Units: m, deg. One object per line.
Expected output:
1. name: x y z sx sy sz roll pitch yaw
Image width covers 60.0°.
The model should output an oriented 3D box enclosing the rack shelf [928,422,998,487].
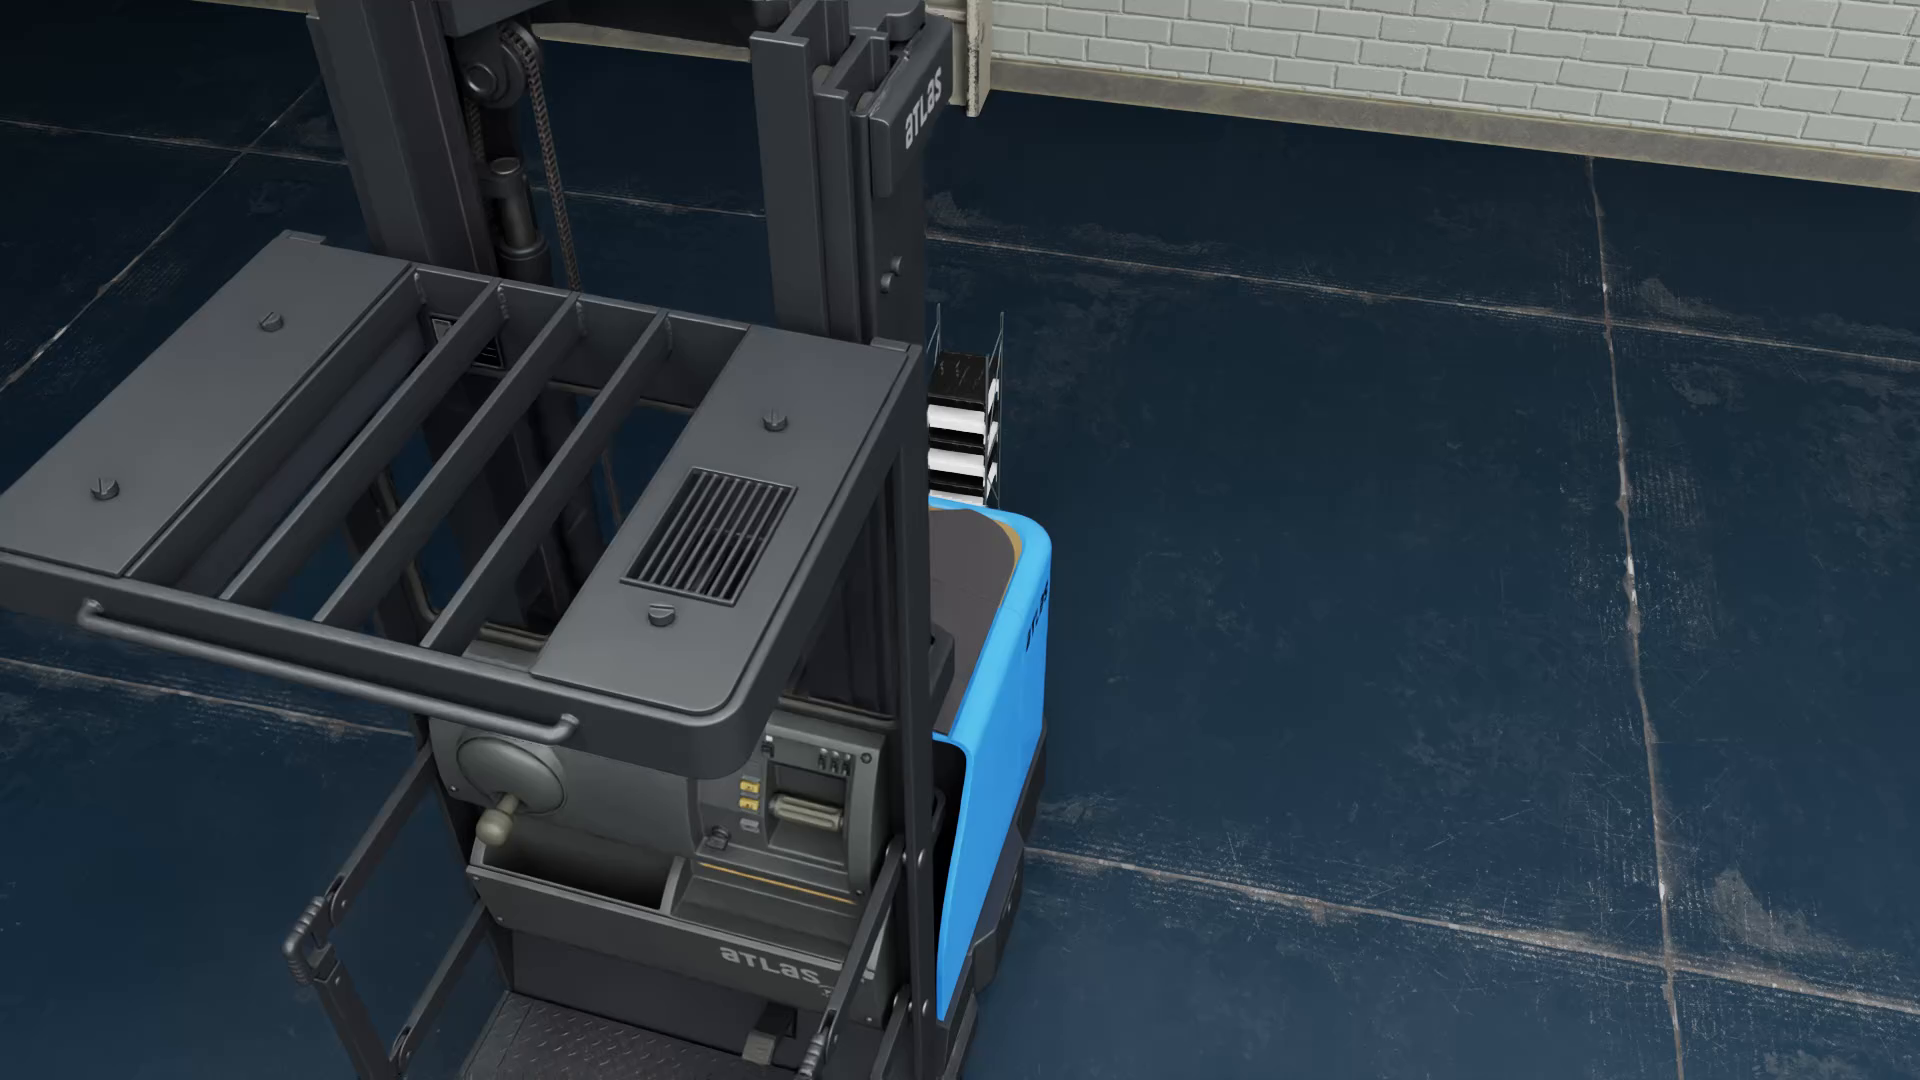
1. rack shelf: 0.008 -0.299 5.460 0.200 0.077 0.258 9 45 9

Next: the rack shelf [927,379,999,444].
1. rack shelf: 0.008 -0.429 5.335 0.200 0.077 0.258 9 45 9

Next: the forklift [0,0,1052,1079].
1. forklift: -0.660 0.548 3.067 1.130 2.935 3.031 12 45 12

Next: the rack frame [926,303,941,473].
1. rack frame: -0.091 -0.338 5.453 0.006 0.900 0.240 9 45 9

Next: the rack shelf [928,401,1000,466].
1. rack shelf: 0.008 -0.364 5.397 0.200 0.077 0.258 9 45 9

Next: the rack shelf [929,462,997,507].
1. rack shelf: 0.008 -0.169 5.585 0.200 0.077 0.258 9 45 9

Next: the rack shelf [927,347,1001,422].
1. rack shelf: 0.008 -0.493 5.273 0.200 0.077 0.258 9 45 9

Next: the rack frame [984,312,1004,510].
1. rack frame: 0.107 -0.308 5.421 0.006 0.900 0.240 9 45 9

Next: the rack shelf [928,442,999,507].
1. rack shelf: 0.008 -0.234 5.522 0.200 0.077 0.258 9 45 9

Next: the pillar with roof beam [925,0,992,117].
1. pillar with roof beam: -1.017 -2.451 1.807 0.400 9.000 9.100 9 45 9

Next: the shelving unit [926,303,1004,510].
1. shelving unit: 0.008 -0.323 5.437 0.210 0.900 0.258 9 45 9
